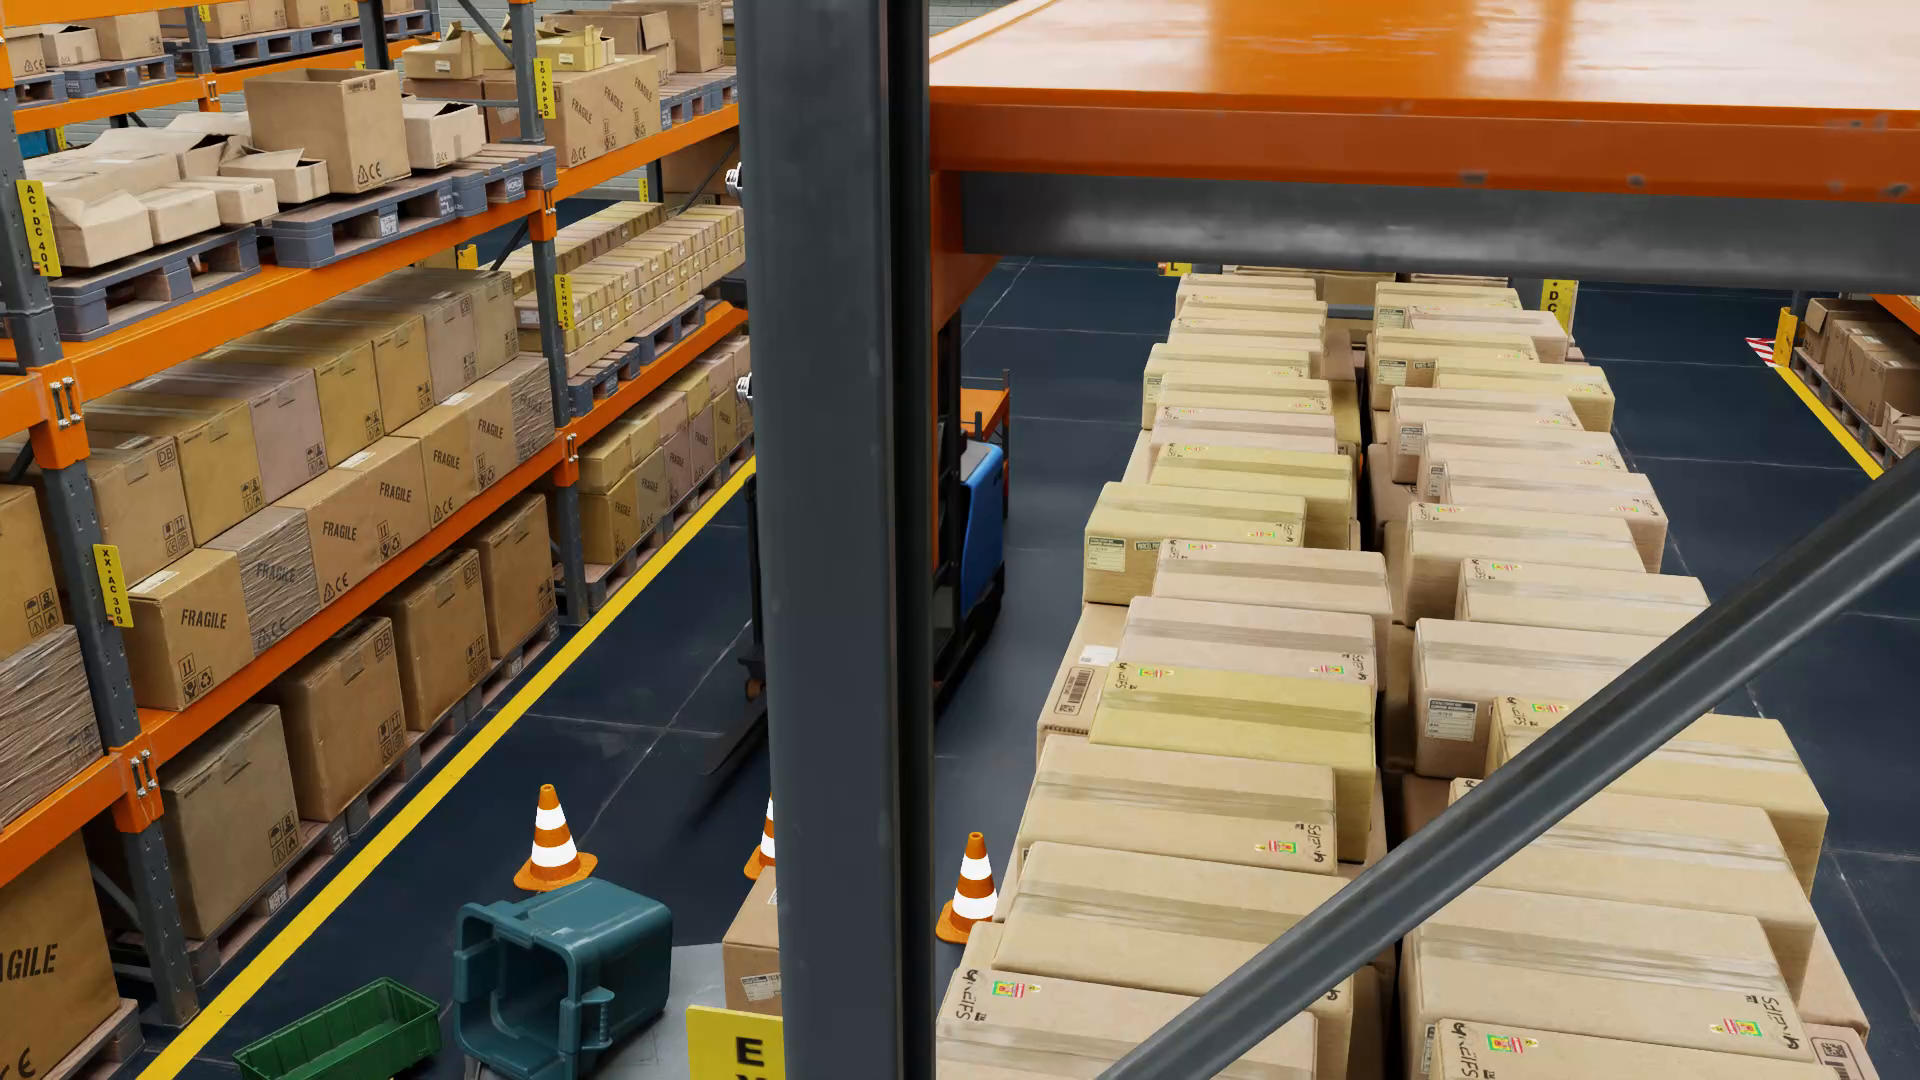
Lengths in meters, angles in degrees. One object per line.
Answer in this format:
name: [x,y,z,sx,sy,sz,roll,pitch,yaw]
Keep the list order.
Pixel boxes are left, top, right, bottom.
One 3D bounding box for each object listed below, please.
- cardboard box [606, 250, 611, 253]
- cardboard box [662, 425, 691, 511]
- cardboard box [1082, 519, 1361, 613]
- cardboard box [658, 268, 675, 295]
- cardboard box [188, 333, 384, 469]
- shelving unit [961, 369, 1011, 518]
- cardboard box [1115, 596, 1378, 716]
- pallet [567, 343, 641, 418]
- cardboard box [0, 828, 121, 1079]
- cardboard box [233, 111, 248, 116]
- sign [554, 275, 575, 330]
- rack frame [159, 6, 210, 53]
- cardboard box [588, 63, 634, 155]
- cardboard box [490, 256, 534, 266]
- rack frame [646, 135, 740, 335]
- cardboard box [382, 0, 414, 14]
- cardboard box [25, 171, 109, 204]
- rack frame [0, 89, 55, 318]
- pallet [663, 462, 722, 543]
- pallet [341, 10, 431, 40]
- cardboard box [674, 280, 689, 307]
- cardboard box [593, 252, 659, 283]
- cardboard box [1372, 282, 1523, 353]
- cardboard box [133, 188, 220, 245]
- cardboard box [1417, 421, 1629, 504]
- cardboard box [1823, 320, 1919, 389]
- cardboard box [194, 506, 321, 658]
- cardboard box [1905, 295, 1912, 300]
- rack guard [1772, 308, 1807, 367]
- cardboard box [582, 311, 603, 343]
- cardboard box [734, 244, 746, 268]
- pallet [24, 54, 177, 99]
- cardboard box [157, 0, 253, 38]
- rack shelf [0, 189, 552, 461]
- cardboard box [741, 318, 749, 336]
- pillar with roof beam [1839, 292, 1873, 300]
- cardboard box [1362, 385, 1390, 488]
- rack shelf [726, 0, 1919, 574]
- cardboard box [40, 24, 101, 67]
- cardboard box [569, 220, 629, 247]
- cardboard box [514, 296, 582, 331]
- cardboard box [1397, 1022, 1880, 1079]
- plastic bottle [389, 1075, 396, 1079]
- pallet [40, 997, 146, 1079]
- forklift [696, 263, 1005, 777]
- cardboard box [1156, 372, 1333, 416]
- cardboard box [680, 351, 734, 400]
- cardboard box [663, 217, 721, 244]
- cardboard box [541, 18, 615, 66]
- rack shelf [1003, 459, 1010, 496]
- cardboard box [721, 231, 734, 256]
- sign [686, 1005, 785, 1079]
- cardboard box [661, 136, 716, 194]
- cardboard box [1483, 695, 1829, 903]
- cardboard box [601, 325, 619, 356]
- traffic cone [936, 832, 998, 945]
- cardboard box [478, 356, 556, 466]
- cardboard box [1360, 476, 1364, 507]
cardboard box: [-2.783,-2.083,12.385,0.380,0.149,0.250,5,23,13]
cardboard box: [-2.266,-0.543,11.969,0.500,0.500,0.500,4,22,10]
cardboard box: [0.521,0.144,3.268,0.500,0.250,0.500,5,22,11]
cardboard box: [-2.252,-1.844,11.792,0.380,0.149,0.250,5,23,13]
cardboard box: [-3.269,-0.683,8.061,0.700,0.500,0.500,4,22,10]
shelving unit: [0.001,-0.524,11.650,0.538,1.125,1.048,4,22,11]
cardboard box: [0.438,0.216,2.557,0.380,0.149,0.250,4,22,11]
pallet: [-2.818,-1.076,10.766,1.213,0.211,1.003,4,22,11]
cardboard box: [-3.873,1.583,6.191,0.875,0.875,0.875,5,22,12]
cardboard box: [-3.325,-2.028,8.362,0.500,0.250,0.500,5,22,12]
sign: [-2.316,-1.392,9.744,0.100,0.325,0.005,4,22,11]
rack frame: [-6.878,-5.556,13.605,1.000,3.000,0.127,4,22,11]
cardboard box: [-2.388,-2.705,10.407,0.500,0.500,0.500,4,22,11]
cardboard box: [-2.996,-1.837,11.378,0.380,0.149,0.250,4,22,11]
rack frame: [-2.043,-2.359,13.695,1.000,3.000,0.127,4,22,11]
cardboard box: [-6.116,-5.721,17.199,0.700,0.500,0.500,3,22,8]
cardboard box: [-3.688,-1.266,6.472,0.500,0.250,0.500,5,22,11]
rack frame: [-3.676,-2.216,5.309,1.000,3.000,0.127,4,22,11]
pallet: [-2.448,-0.333,12.397,1.003,0.211,1.213,4,22,11]
pallet: [-6.203,-5.315,17.138,1.003,0.211,1.213,4,22,11]
cardboard box: [-2.193,-1.800,12.082,0.380,0.149,0.250,5,23,13]
cardboard box: [-2.309,-1.885,11.497,0.380,0.149,0.250,5,23,13]
cardboard box: [1.340,-0.605,4.594,0.380,0.149,0.250,5,22,12]
cardboard box: [-3.221,-1.309,6.714,0.250,0.149,0.380,4,22,11]
cardboard box: [1.141,-0.125,3.403,0.380,0.149,0.250,5,22,12]
cardboard box: [8.069,-1.613,14.628,0.700,0.500,0.500,5,23,13]
cardboard box: [-3.203,0.164,7.297,0.500,0.500,0.500,5,22,11]
cardboard box: [7.642,-1.948,13.012,0.380,0.149,0.250,5,22,12]
rack guard: [8.484,-1.917,15.944,1.175,0.500,0.348,4,22,11]
cardboard box: [-2.511,-1.373,10.623,0.380,0.149,0.250,6,23,13]
cardboard box: [-1.931,-2.277,13.265,0.380,0.149,0.250,4,22,10]
pallet: [-7.017,-3.737,13.359,0.805,0.209,1.217,4,22,9]
cardboard box: [-6.778,-4.743,14.771,0.700,0.500,0.500,3,22,8]
rack shelf: [-3.268,-1.222,7.820,1.077,0.370,4.000,4,22,11]
cardboard box: [-2.039,-1.934,15.098,0.380,0.149,0.250,5,23,13]
pillar with roof beam: [5.717,-7.132,17.518,9.100,9.000,0.400,4,22,11]
cardboard box: [1.262,-0.185,4.086,0.500,0.250,0.500,4,22,10]
rack shelf: [0.783,-0.809,2.783,1.077,0.370,4.000,4,22,11]
cardboard box: [-7.190,-3.924,13.124,0.500,0.311,0.500,4,22,9]
cardboard box: [-2.733,-2.317,12.569,0.380,0.149,0.250,4,22,10]
cardboard box: [-2.575,-1.406,10.307,0.380,0.149,0.250,4,22,11]
cardboard box: [0.738,0.747,1.771,0.500,0.250,0.500,4,22,10]
plastic bottle: [-2.255,2.146,6.443,0.133,0.061,0.283,-7,23,-17]
pallet: [-3.908,2.133,6.275,1.003,0.211,1.213,4,22,11]
forklift: [-0.598,-0.489,9.145,1.130,2.935,3.031,6,23,14]
cardboard box: [0.639,-0.265,3.750,0.380,0.149,0.250,4,22,9]
cardboard box: [-2.066,-1.263,12.755,0.500,0.250,0.500,6,23,13]
cardboard box: [-2.043,-2.359,12.672,0.380,0.149,0.250,4,22,9]
cardboard box: [-2.389,-3.100,10.363,0.396,0.266,0.258,4,22,11]
rack shelf: [0.001,-0.297,11.741,0.538,0.278,1.000,4,22,11]
cardboard box: [-1.984,-2.318,12.970,0.380,0.149,0.250,5,22,11]
sign: [-0.165,0.519,1.350,0.100,0.325,0.005,4,22,11]
cardboard box: [-2.212,-3.199,13.912,0.500,0.500,0.500,4,22,9]
cardboard box: [0.918,0.345,2.236,0.380,0.149,0.250,4,22,11]
cardboard box: [-2.461,-1.319,10.888,0.380,0.149,0.250,6,23,14]
traffic cone: [0.073,1.524,7.450,0.336,0.463,0.334,4,22,11]
cardboard box: [-2.689,-0.757,9.584,0.500,0.500,0.500,4,22,11]
cardboard box: [1.287,-0.143,4.515,0.380,0.149,0.250,5,22,12]
